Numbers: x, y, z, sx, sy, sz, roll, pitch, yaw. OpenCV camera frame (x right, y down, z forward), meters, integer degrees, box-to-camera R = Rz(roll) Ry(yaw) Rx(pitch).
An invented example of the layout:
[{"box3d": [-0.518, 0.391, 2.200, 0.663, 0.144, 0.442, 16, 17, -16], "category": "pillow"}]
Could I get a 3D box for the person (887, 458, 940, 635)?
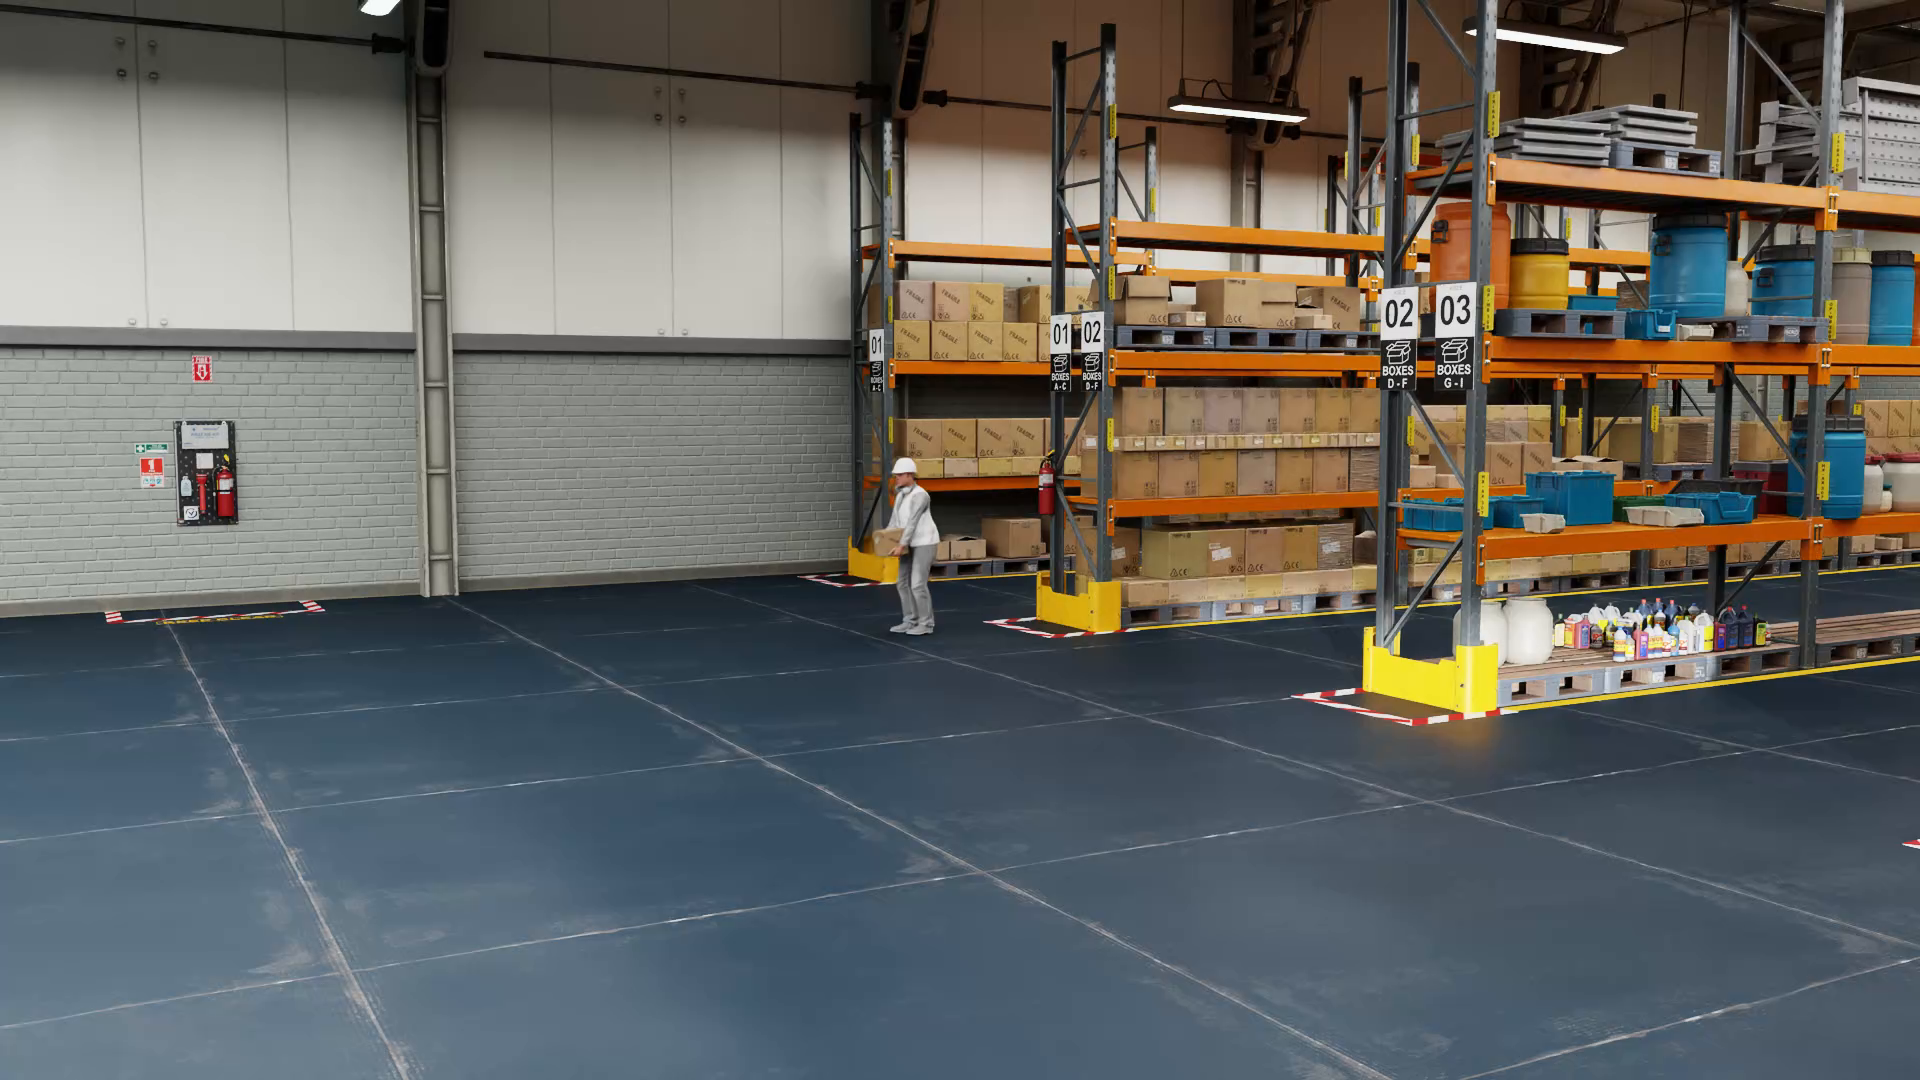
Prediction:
[{"box3d": [-0.499, 0.062, 16.524, 0.582, 1.754, 0.486, -3, 6, -30], "category": "person"}]
